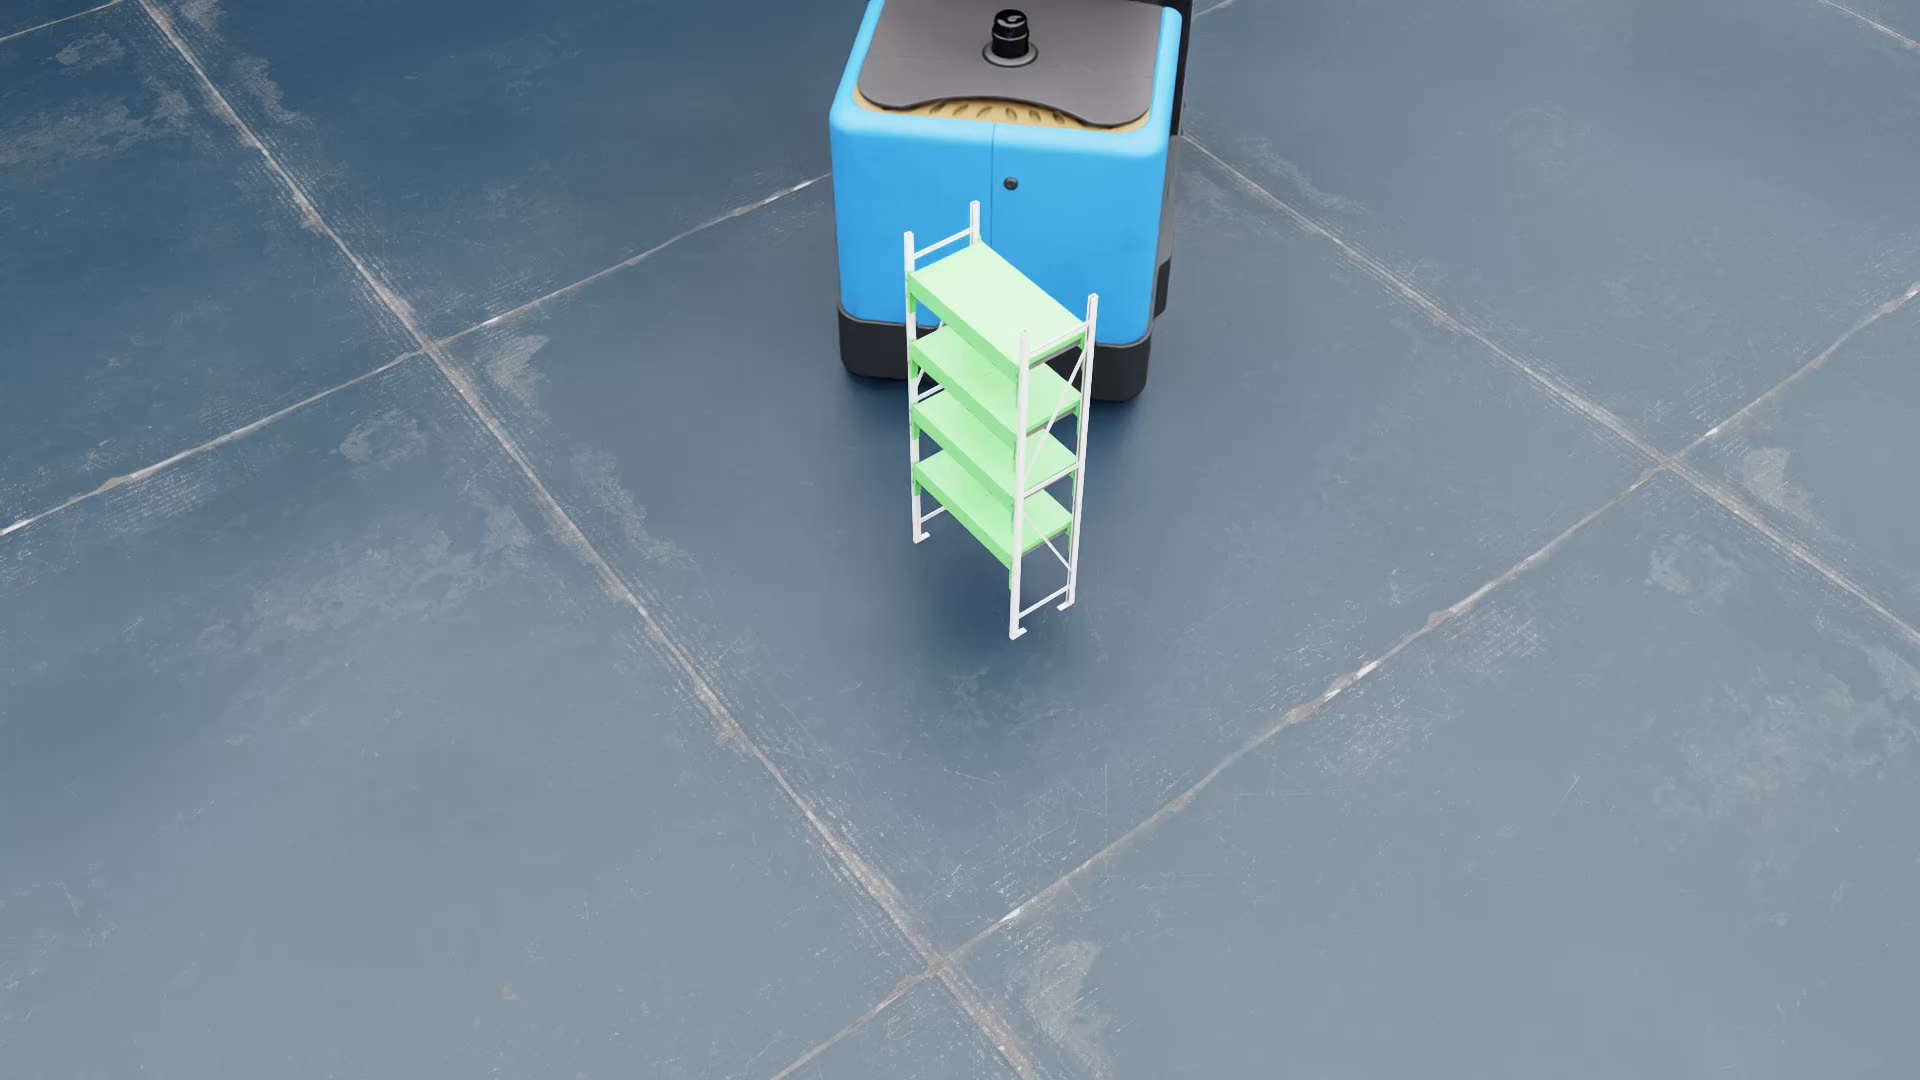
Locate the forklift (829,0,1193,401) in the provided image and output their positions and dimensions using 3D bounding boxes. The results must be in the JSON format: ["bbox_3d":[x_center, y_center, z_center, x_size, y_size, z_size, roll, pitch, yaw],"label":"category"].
[{"bbox_3d":[0.320,-2.557,5.590,1.130,2.935,3.031,6,48,6],"label":"forklift"}]

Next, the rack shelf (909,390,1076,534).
[{"bbox_3d":[0.100,-0.262,4.764,0.258,0.148,0.480,-29,54,-24],"label":"rack shelf"}]

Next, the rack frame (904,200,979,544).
[{"bbox_3d":[-0.048,-0.449,4.847,0.240,1.200,0.015,-29,54,-24],"label":"rack frame"}]

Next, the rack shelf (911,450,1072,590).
[{"bbox_3d":[0.100,-0.101,4.942,0.258,0.148,0.480,-29,54,-24],"label":"rack shelf"}]

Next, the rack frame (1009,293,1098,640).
[{"bbox_3d":[0.248,-0.162,4.587,0.240,1.200,0.015,-29,54,-24],"label":"rack frame"}]

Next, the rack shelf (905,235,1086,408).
[{"bbox_3d":[0.100,-0.585,4.409,0.258,0.148,0.480,-29,54,-24],"label":"rack shelf"}]

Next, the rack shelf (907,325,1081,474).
[{"bbox_3d":[0.100,-0.424,4.587,0.258,0.148,0.480,-29,54,-24],"label":"rack shelf"}]

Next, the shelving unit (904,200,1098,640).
[{"bbox_3d":[0.100,-0.305,4.717,0.258,1.200,0.503,-29,54,-24],"label":"shelving unit"}]
